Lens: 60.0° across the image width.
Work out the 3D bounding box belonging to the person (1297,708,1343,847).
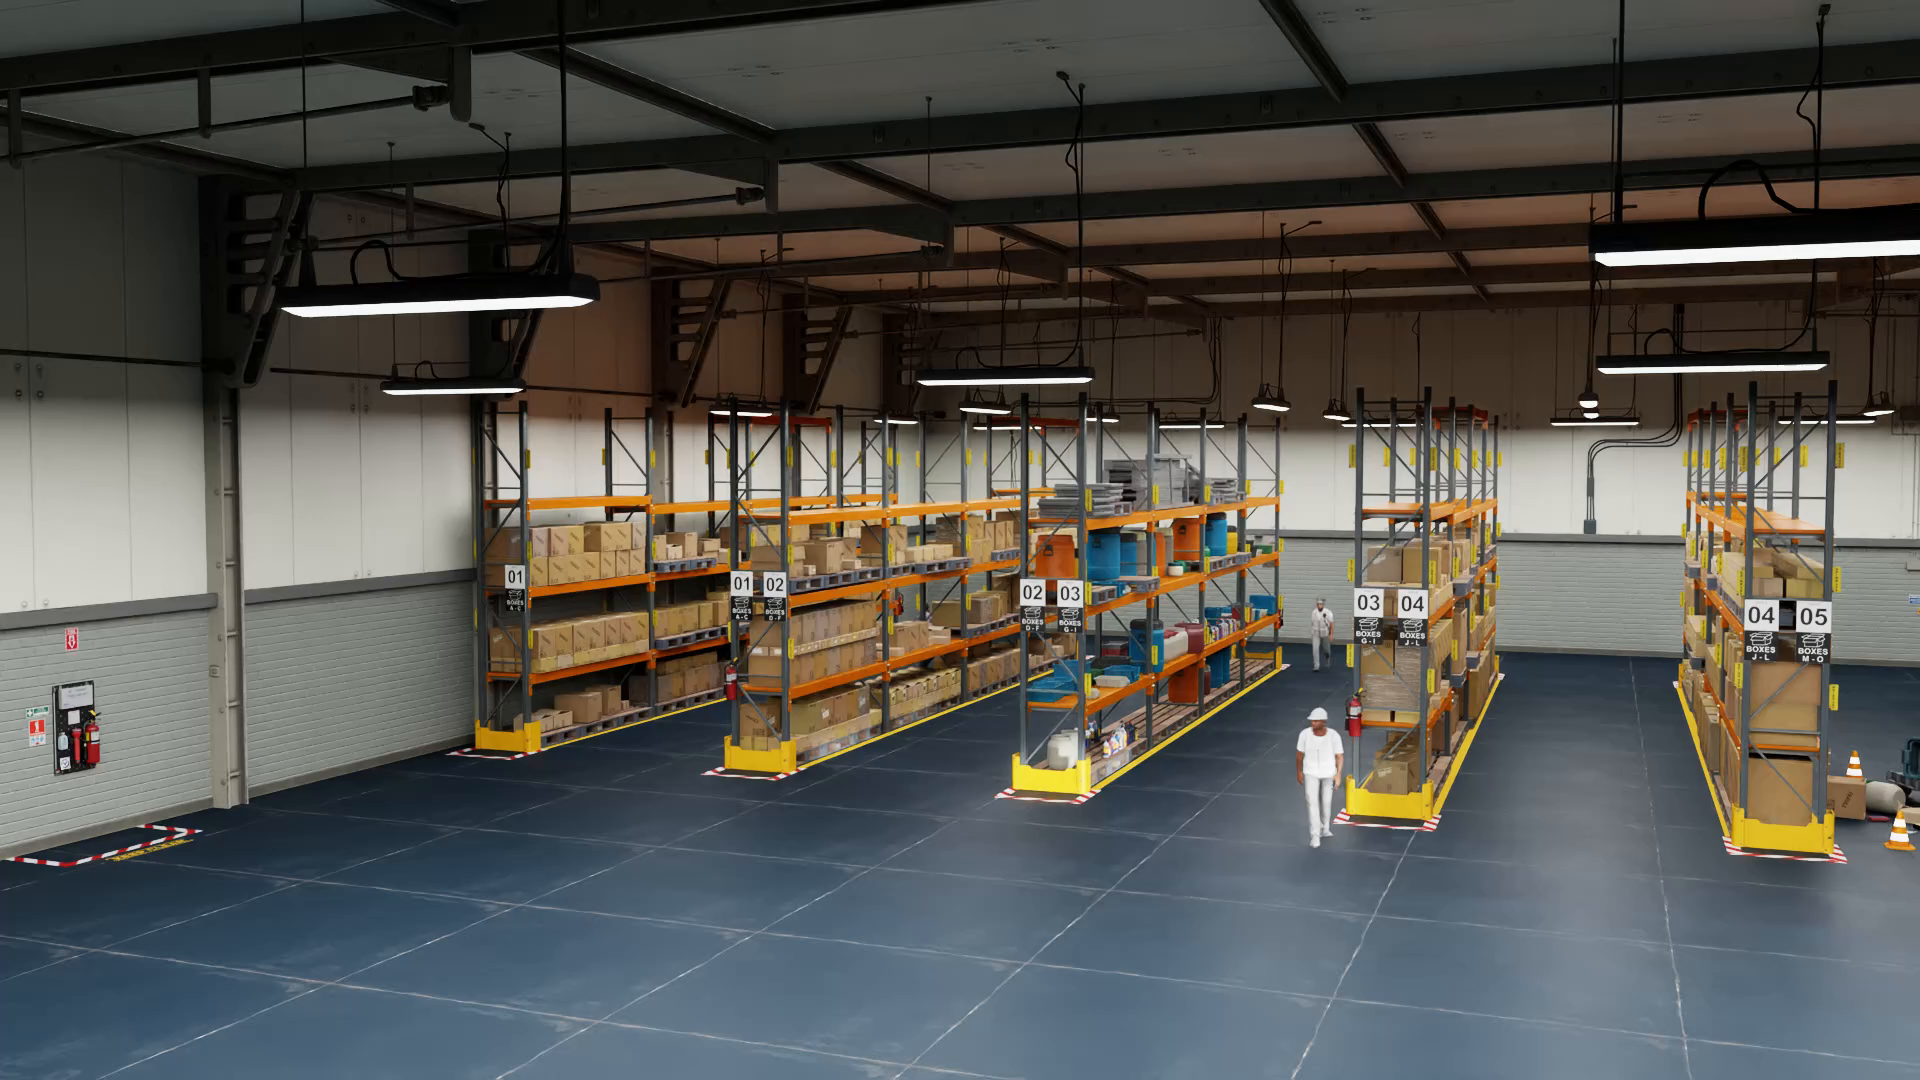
[{"bbox_3d":[4.683,3.054,21.653,0.599,1.722,0.930,1,3,13],"label":"person"}]

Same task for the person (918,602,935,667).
[{"bbox_3d":[-0.827,2.288,38.921,0.468,1.648,0.520,-2,4,-40],"label":"person"}]

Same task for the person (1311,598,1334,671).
[{"bbox_3d":[8.589,2.215,39.362,0.530,1.715,0.951,1,3,18],"label":"person"}]
